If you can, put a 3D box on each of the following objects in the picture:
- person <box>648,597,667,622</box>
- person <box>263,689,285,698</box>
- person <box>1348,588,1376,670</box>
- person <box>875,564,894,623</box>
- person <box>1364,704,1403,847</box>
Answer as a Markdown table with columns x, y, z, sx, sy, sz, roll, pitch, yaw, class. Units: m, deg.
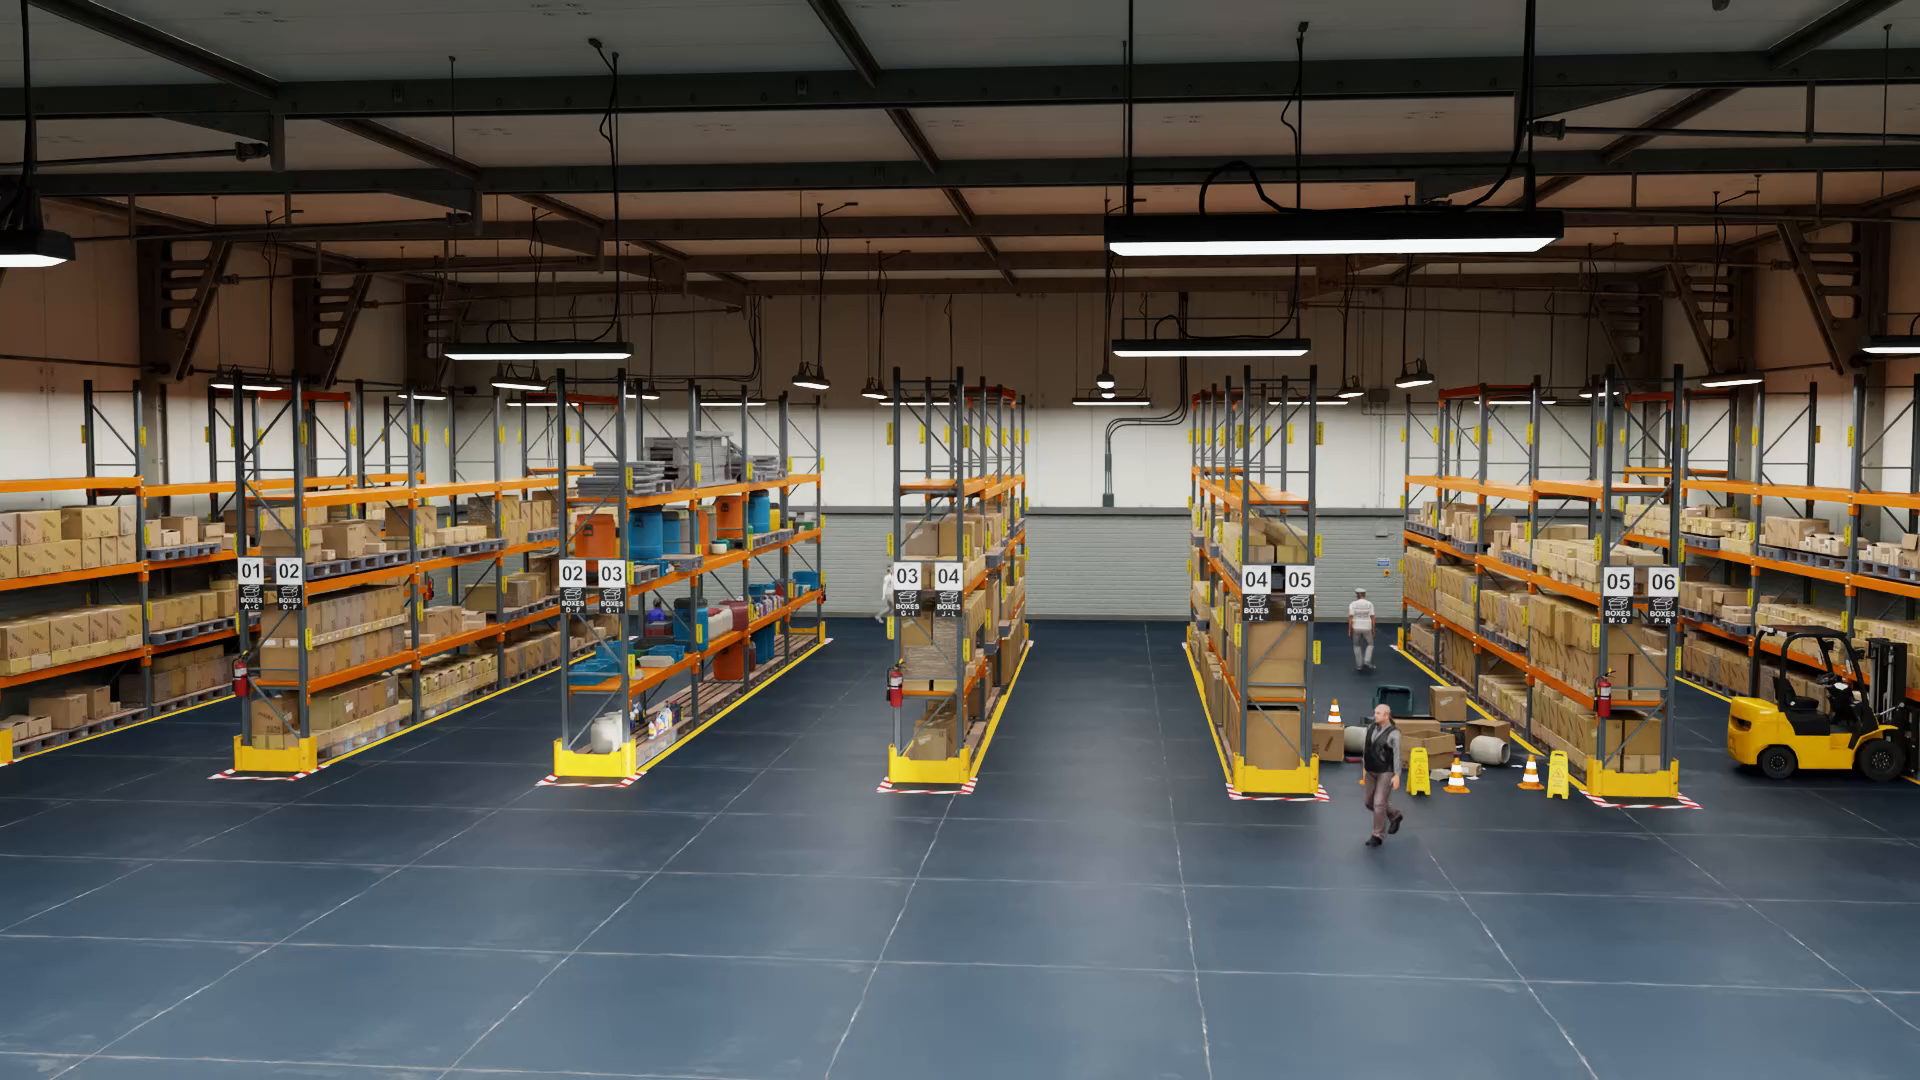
| x | y | z | sx | sy | sz | roll | pitch | yaw | class |
| --- | --- | --- | --- | --- | --- | --- | --- | --- | --- |
| -6.325 | 2.036 | 34.683 | 0.503 | 1.634 | 0.490 | 2 | 4 | 31 | person |
| -12.971 | 2.272 | 31.349 | 0.416 | 1.591 | 0.514 | 1 | 4 | 18 | person |
| 8.620 | 1.916 | 35.649 | 0.582 | 1.754 | 0.547 | 1 | 4 | 9 | person |
| -1.814 | 1.442 | 43.863 | 0.935 | 1.647 | 0.458 | 2 | 4 | 24 | person |
| 5.203 | 2.866 | 20.492 | 0.788 | 1.703 | 0.582 | -2 | 4 | -32 | person |
